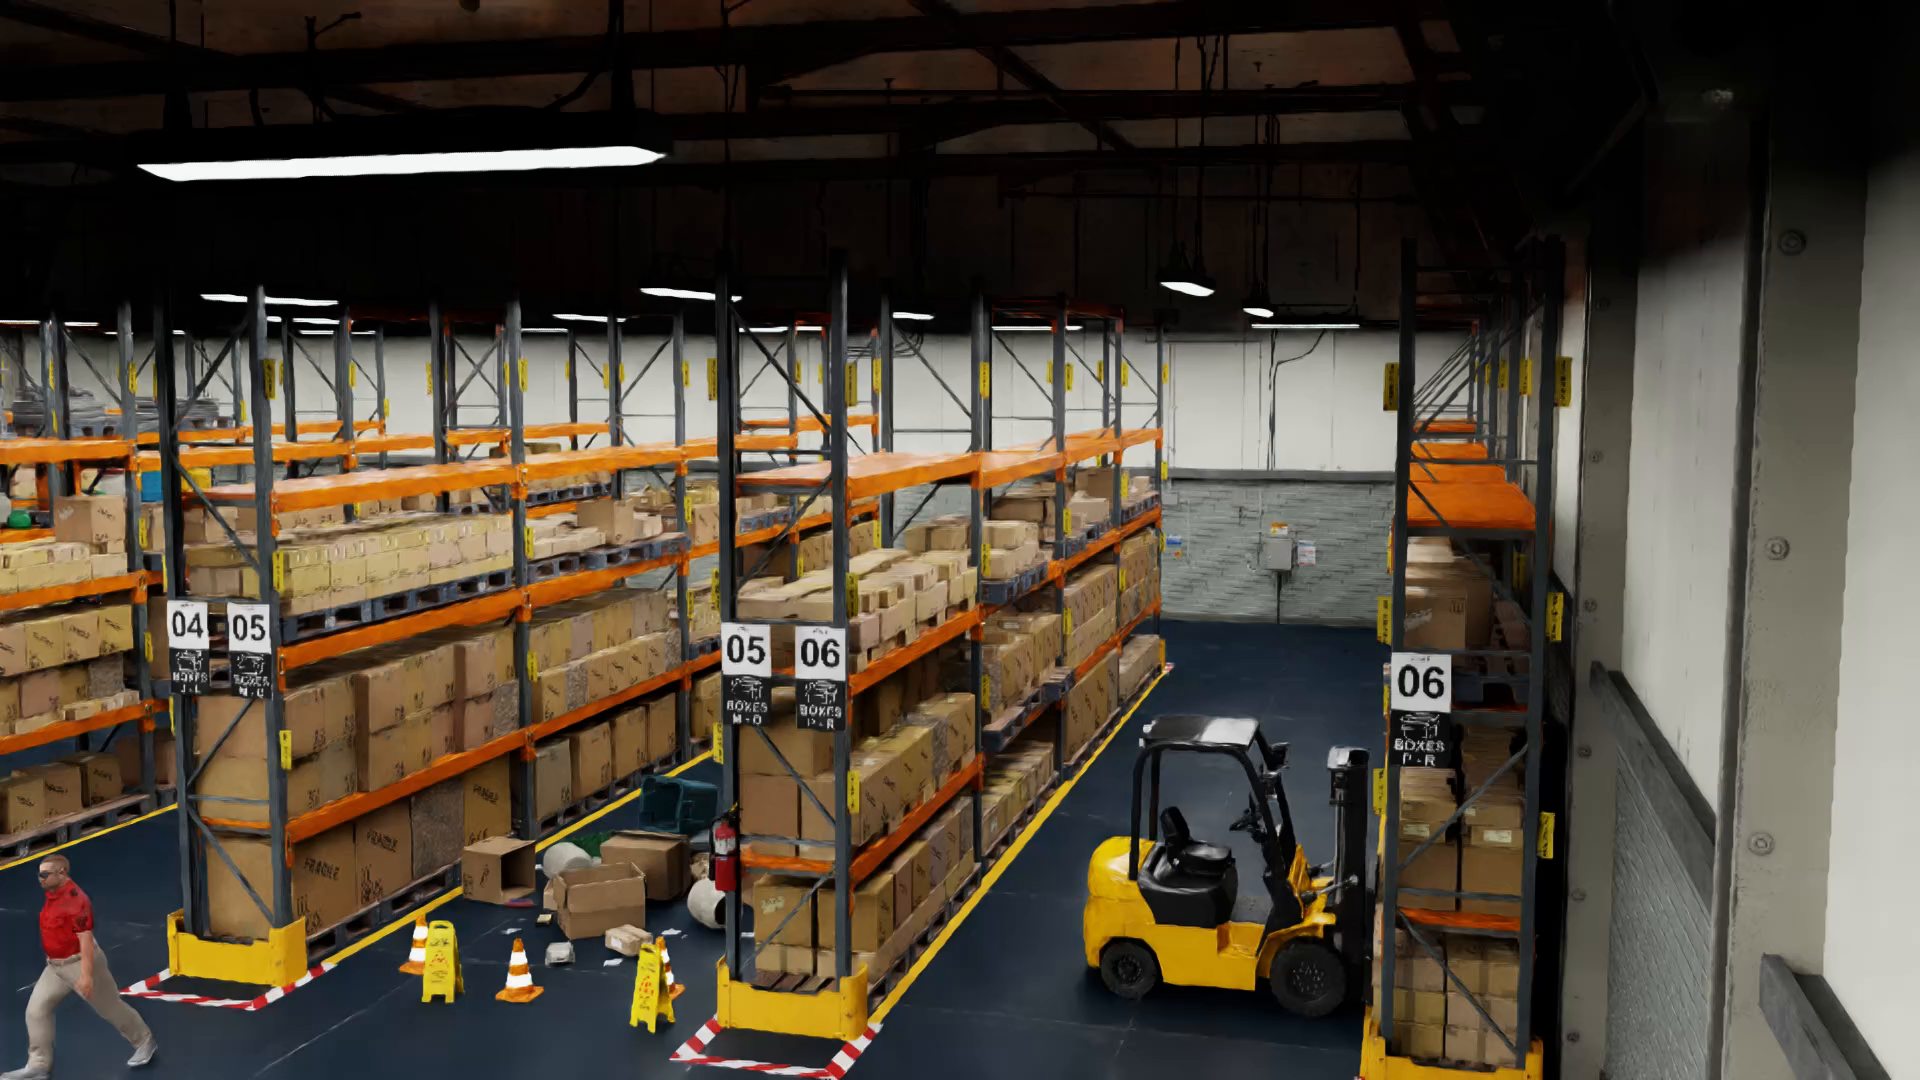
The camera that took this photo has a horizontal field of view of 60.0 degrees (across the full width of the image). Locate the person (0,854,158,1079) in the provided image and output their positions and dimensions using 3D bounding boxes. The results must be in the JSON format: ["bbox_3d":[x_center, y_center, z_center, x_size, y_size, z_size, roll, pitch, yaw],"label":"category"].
[{"bbox_3d":[-6.393,3.067,12.045,0.584,1.668,0.979,5,8,37],"label":"person"}]
